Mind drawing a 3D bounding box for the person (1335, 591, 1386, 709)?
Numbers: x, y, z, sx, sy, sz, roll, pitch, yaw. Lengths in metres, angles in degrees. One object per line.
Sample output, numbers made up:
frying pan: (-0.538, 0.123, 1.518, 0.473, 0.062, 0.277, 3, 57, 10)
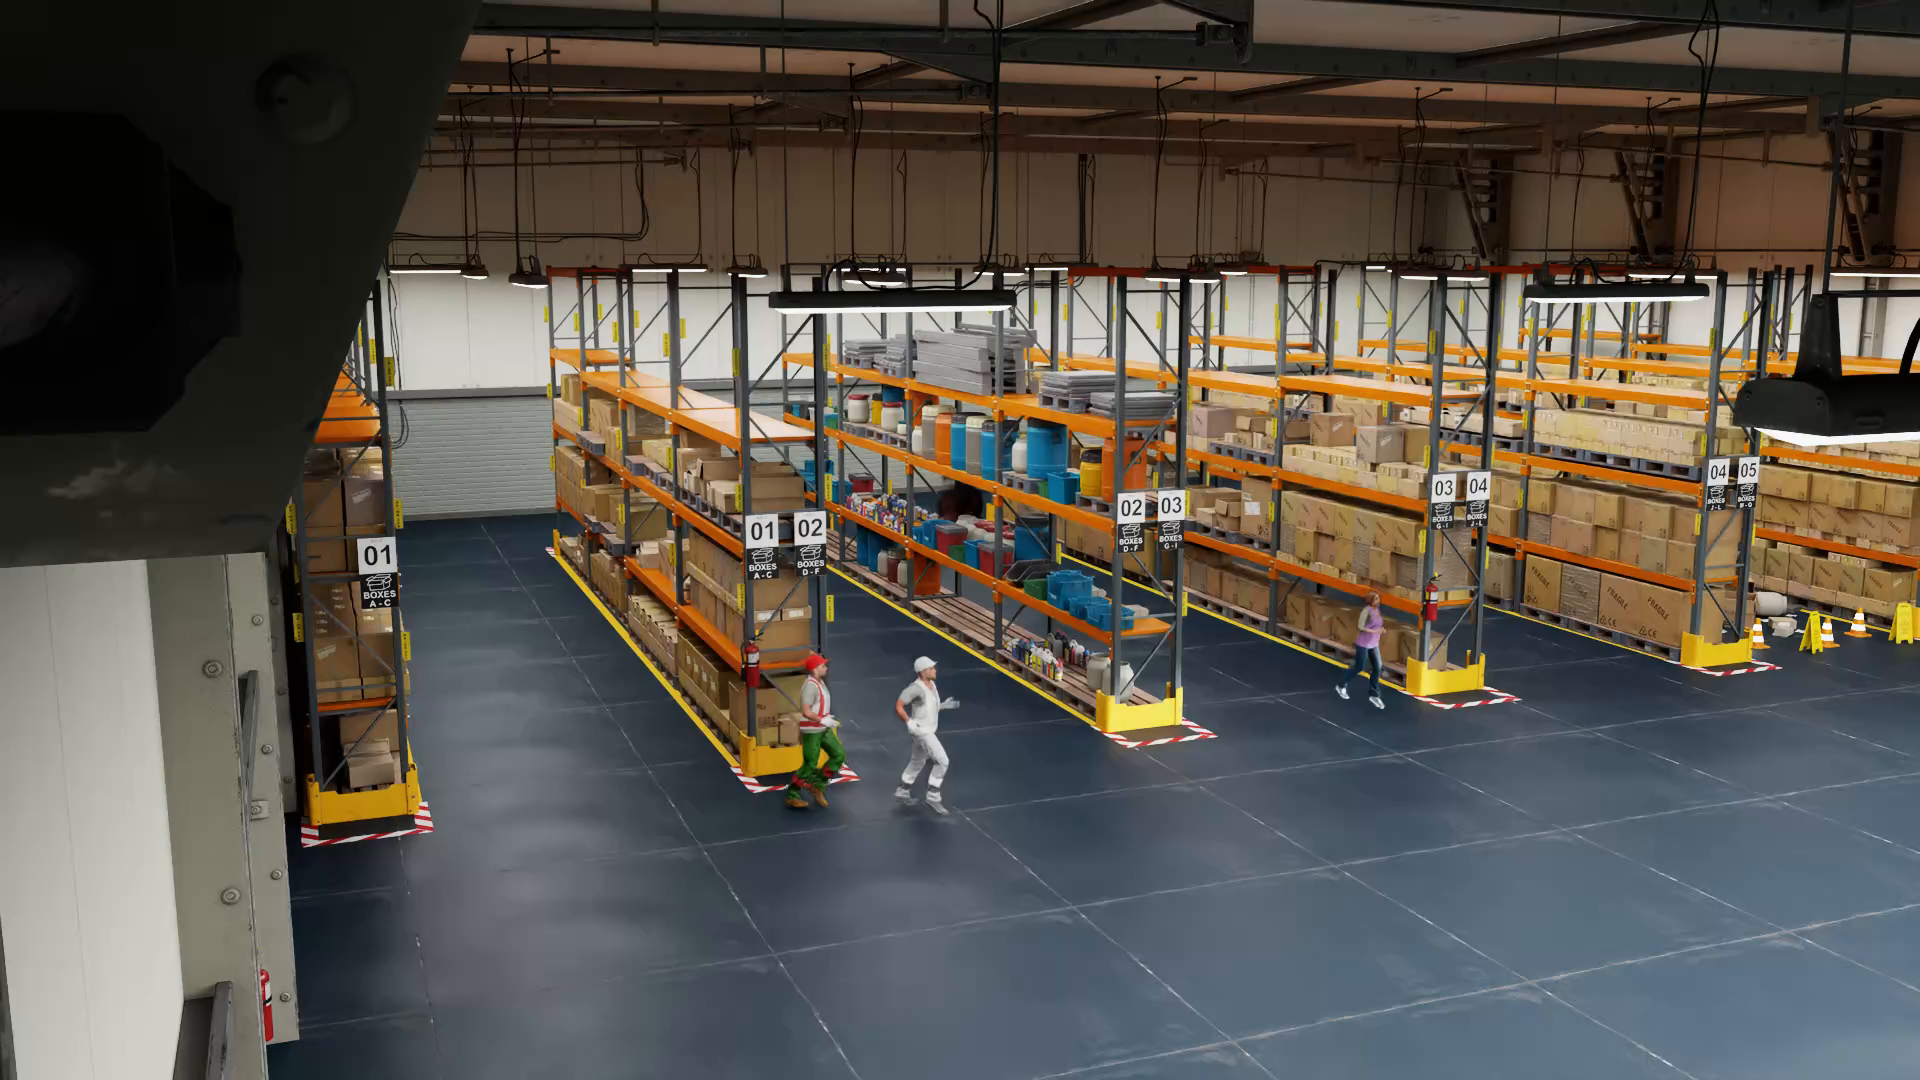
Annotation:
person: (5.698, 1.509, 23.394, 0.762, 1.633, 0.547, 10, 14, 43)

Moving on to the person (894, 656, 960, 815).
person: (-0.393, 2.206, 18.833, 0.748, 1.817, 0.643, 2, 10, 11)

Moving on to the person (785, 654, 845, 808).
person: (-1.648, 2.178, 19.075, 0.654, 1.756, 0.703, 3, 10, 14)
